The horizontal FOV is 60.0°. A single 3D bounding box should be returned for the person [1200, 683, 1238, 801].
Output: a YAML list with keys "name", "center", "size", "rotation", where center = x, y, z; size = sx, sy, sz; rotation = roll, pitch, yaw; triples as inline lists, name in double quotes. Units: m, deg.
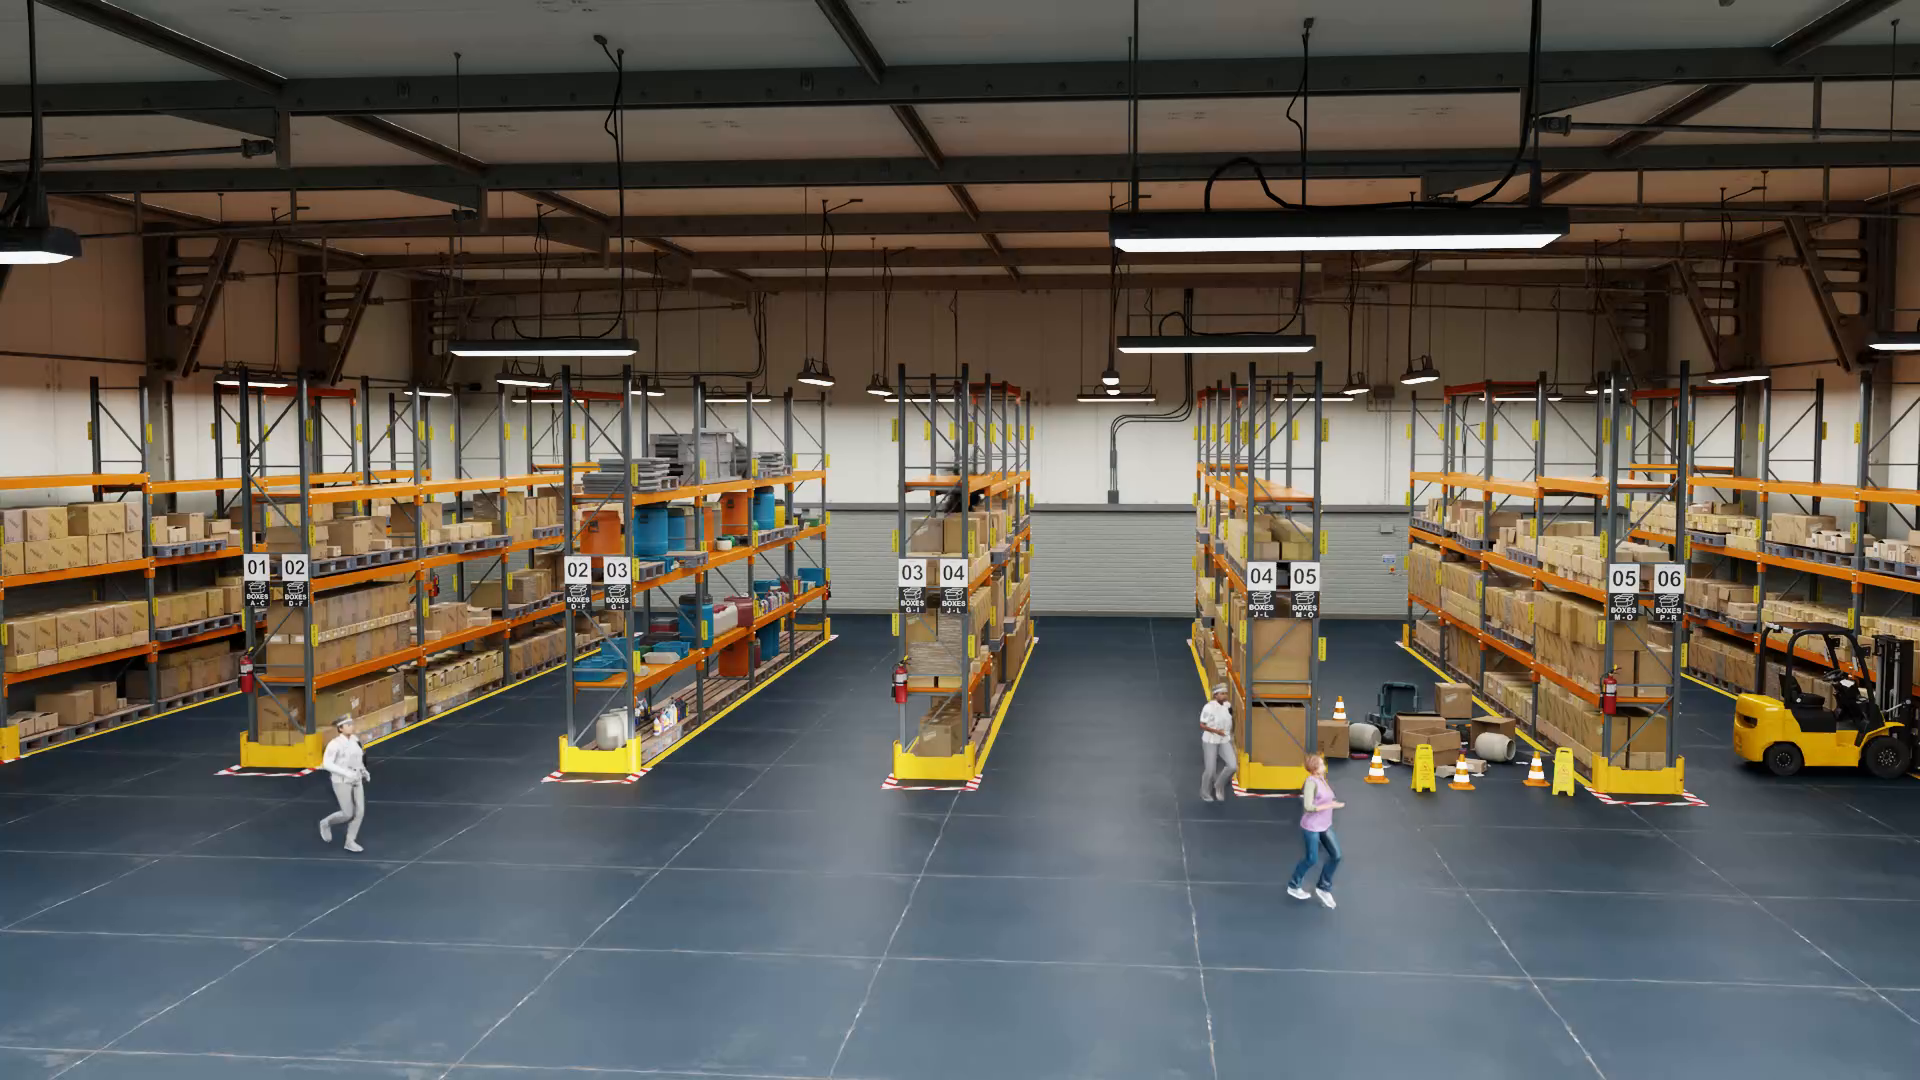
- name: "person"
  center: [3.504, 2.736, 22.484]
  size: [0.594, 1.654, 0.692]
  rotation: [-1, 4, -21]

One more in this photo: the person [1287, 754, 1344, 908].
- name: "person"
  center: [3.780, 3.076, 17.587]
  size: [0.660, 1.635, 0.514]
  rotation: [3, 5, 41]

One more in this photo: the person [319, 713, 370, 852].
- name: "person"
  center: [-7.385, 2.895, 19.961]
  size: [0.620, 1.651, 0.616]
  rotation: [2, 4, 23]
